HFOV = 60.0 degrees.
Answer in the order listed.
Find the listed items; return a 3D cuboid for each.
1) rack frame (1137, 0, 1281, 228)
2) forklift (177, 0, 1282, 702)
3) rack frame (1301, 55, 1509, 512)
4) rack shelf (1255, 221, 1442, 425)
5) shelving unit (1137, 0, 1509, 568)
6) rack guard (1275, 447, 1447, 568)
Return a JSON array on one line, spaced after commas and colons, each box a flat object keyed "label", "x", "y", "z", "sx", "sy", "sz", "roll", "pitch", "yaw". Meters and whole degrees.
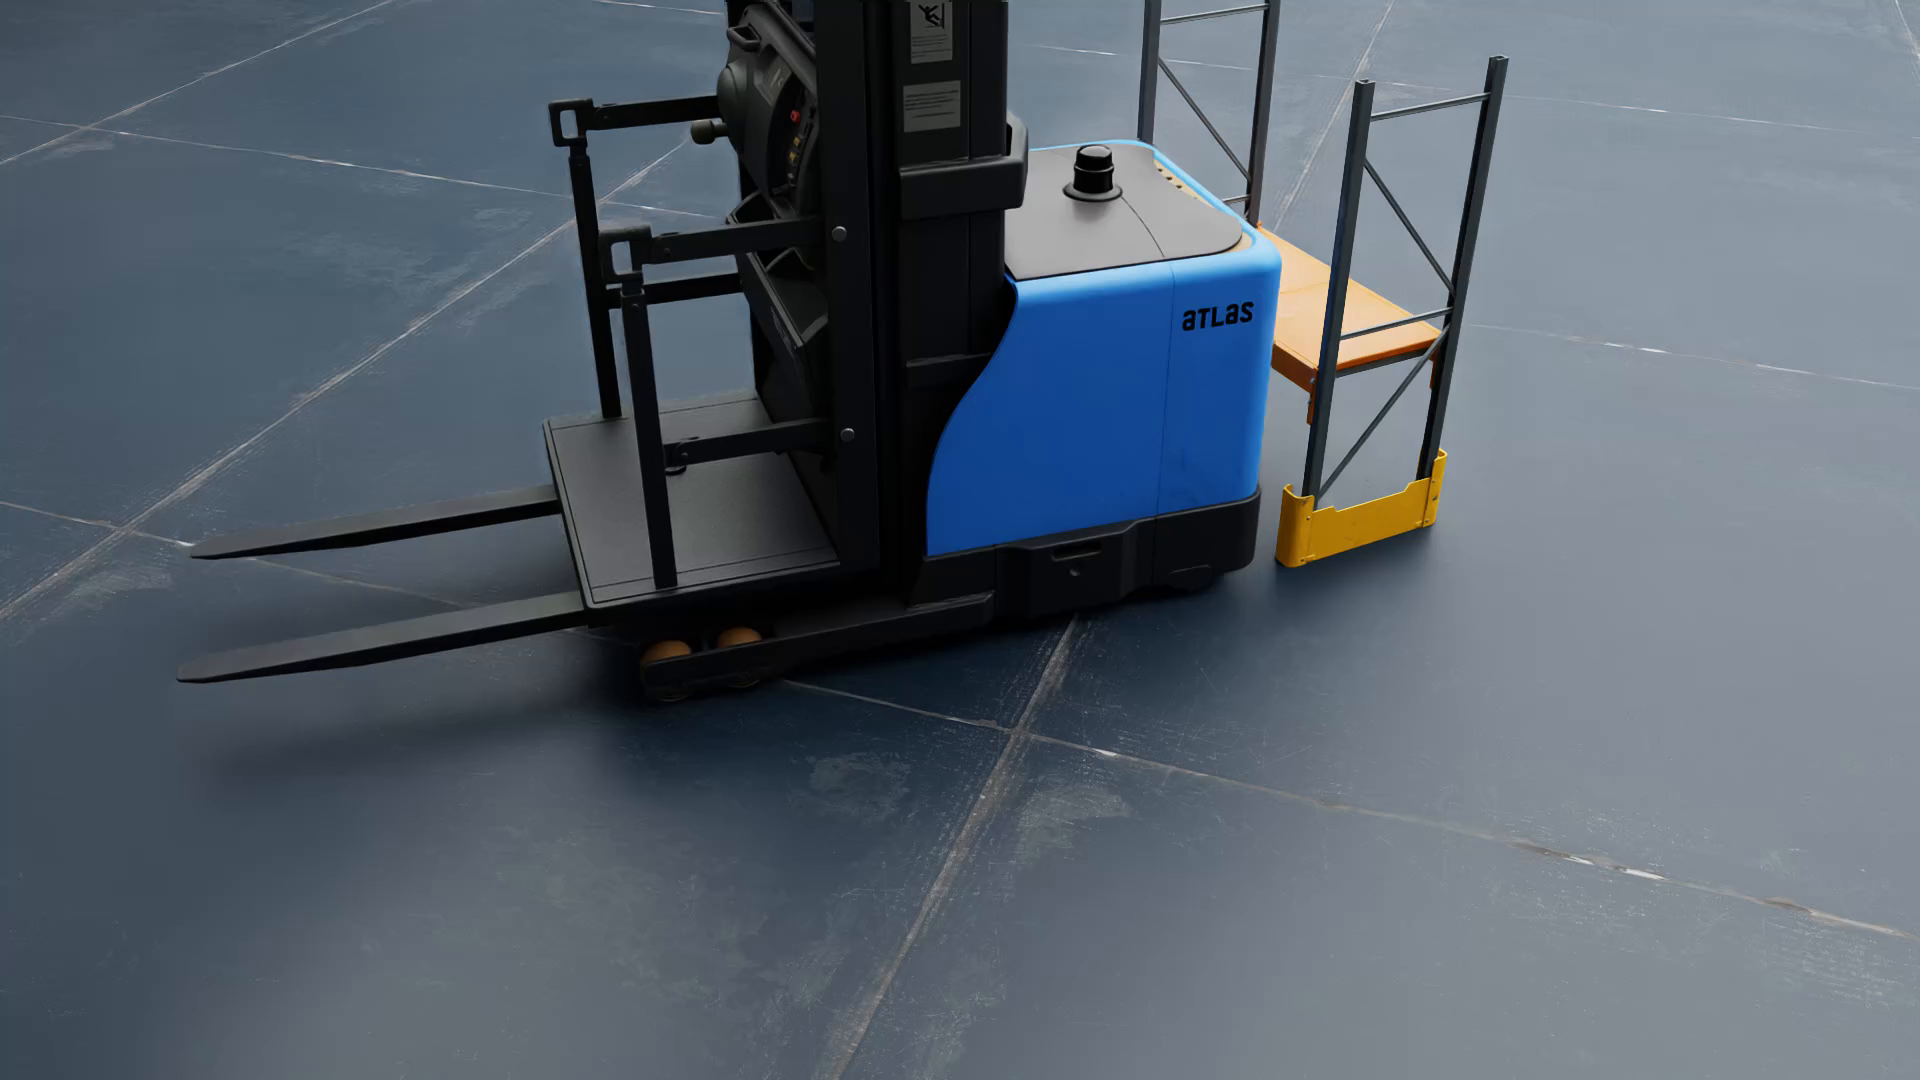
[{"label": "rack frame", "x": 0.799, "y": -1.115, "z": 5.595, "sx": 0.500, "sy": 1.500, "sz": 0.032, "roll": -15, "pitch": 36, "yaw": -22}, {"label": "forklift", "x": -0.681, "y": -1.110, "z": 4.267, "sx": 3.031, "sy": 2.935, "sz": 1.130, "roll": -10, "pitch": 34, "yaw": -15}, {"label": "rack frame", "x": 1.261, "y": -0.624, "z": 4.834, "sx": 0.500, "sy": 1.500, "sz": 0.032, "roll": -15, "pitch": 36, "yaw": -22}, {"label": "rack shelf", "x": 1.030, "y": -0.719, "z": 5.312, "sx": 0.538, "sy": 0.185, "sz": 1.000, "roll": -15, "pitch": 36, "yaw": -22}, {"label": "shelving unit", "x": 1.026, "y": -0.874, "z": 5.221, "sx": 0.587, "sy": 1.500, "sz": 1.083, "roll": -15, "pitch": 36, "yaw": -22}, {"label": "rack guard", "x": 1.253, "y": -0.108, "z": 5.187, "sx": 0.587, "sy": 0.250, "sz": 0.087, "roll": -15, "pitch": 36, "yaw": -22}]
